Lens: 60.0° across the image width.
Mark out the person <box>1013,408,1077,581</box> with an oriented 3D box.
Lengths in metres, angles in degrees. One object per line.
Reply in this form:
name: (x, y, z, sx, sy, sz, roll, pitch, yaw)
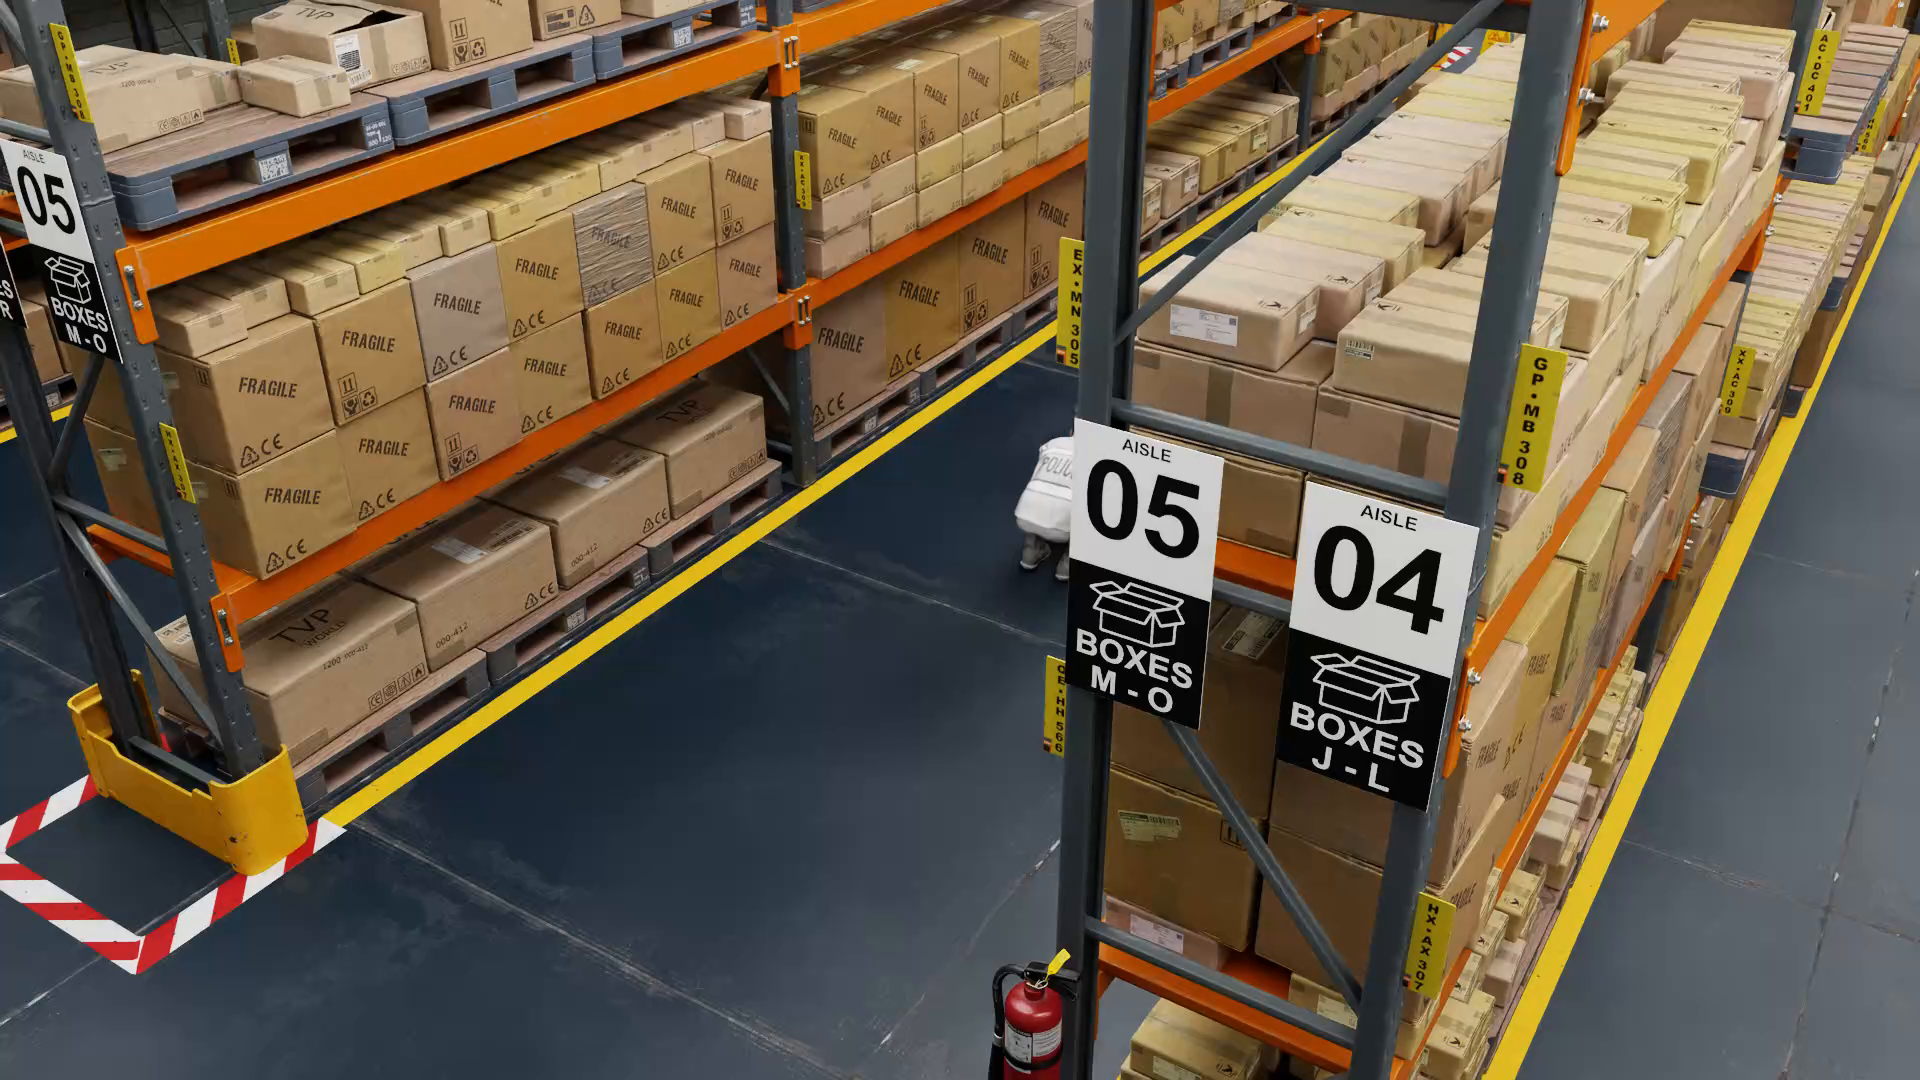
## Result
person: (0.624, -0.246, 9.494, 0.477, 0.847, 0.875, 18, 35, 27)
